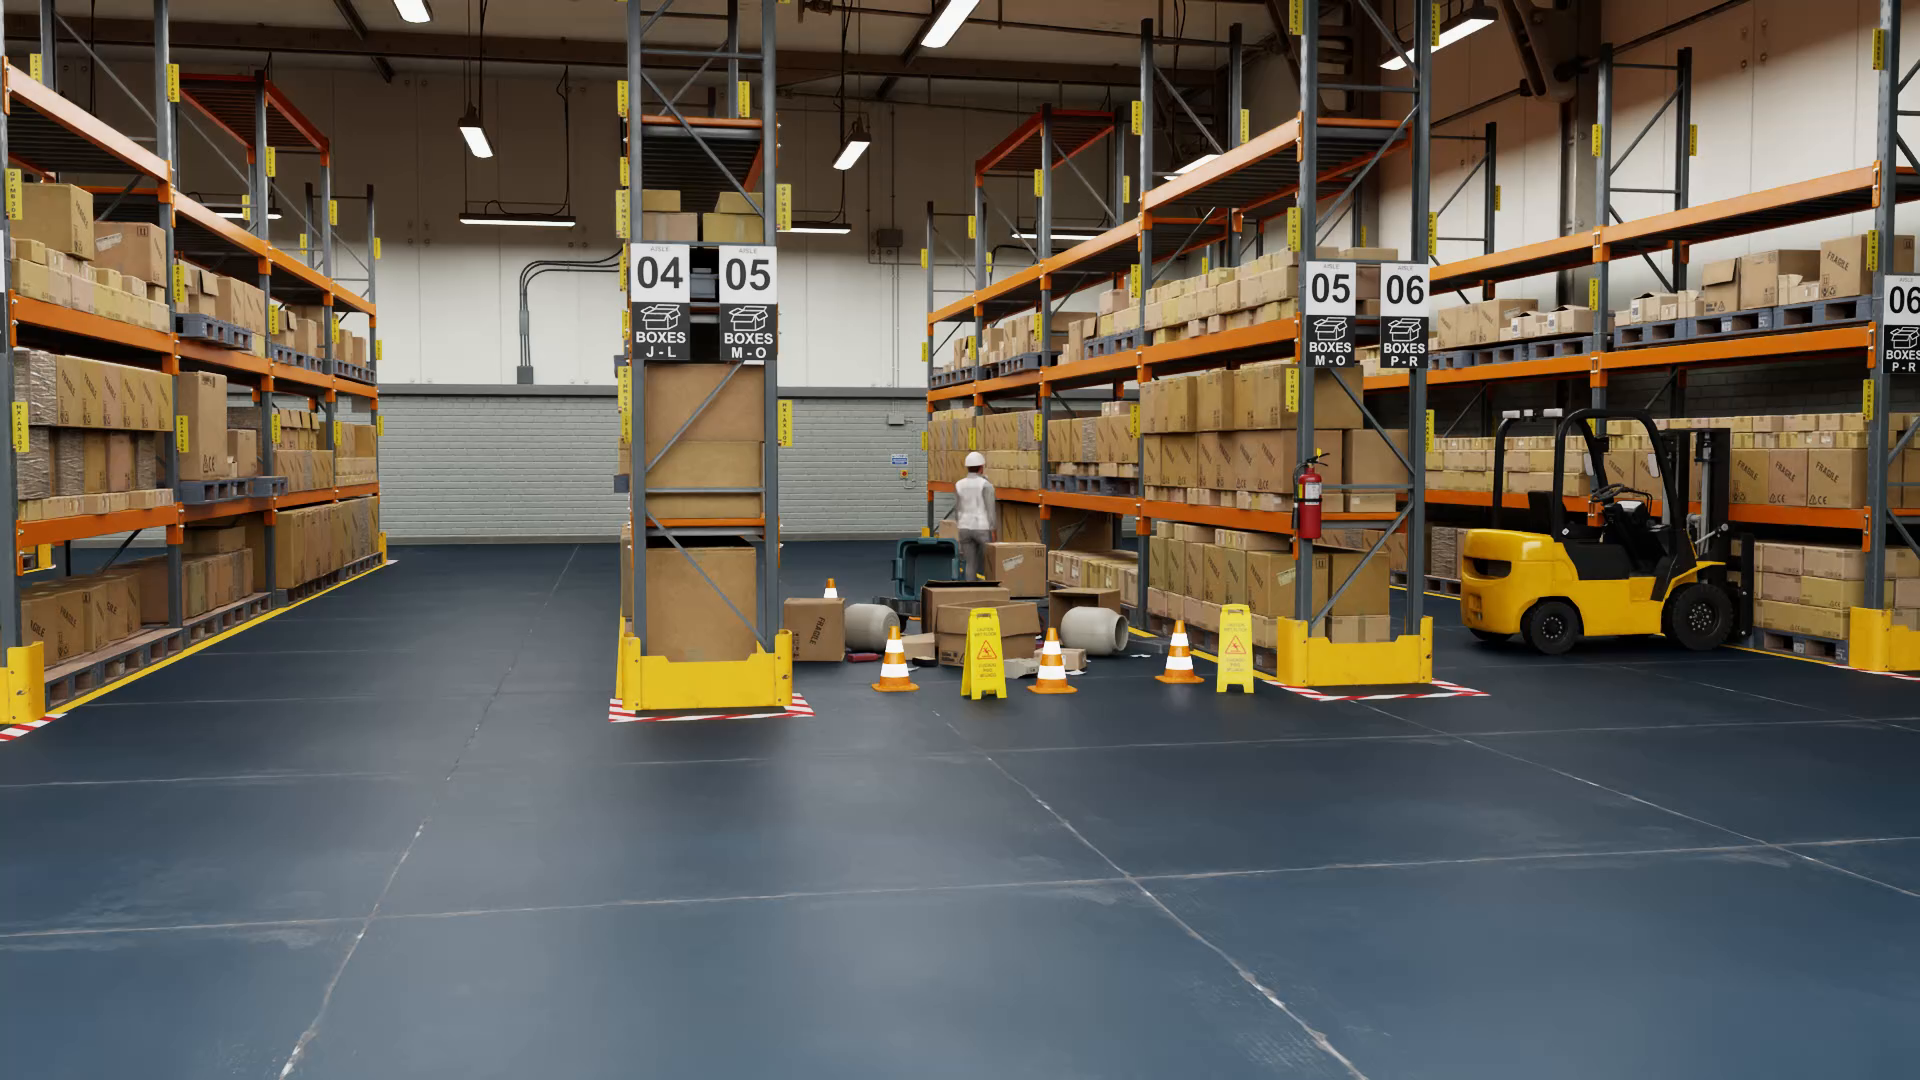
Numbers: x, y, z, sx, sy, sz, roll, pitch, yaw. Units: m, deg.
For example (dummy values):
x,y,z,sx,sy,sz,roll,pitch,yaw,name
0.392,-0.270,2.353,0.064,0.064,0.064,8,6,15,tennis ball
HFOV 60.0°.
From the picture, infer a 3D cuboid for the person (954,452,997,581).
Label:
x,y,z,sx,sy,sz,roll,pitch,yaw,name
0.227,-0.084,18.784,0.562,1.818,0.490,2,3,28,person
